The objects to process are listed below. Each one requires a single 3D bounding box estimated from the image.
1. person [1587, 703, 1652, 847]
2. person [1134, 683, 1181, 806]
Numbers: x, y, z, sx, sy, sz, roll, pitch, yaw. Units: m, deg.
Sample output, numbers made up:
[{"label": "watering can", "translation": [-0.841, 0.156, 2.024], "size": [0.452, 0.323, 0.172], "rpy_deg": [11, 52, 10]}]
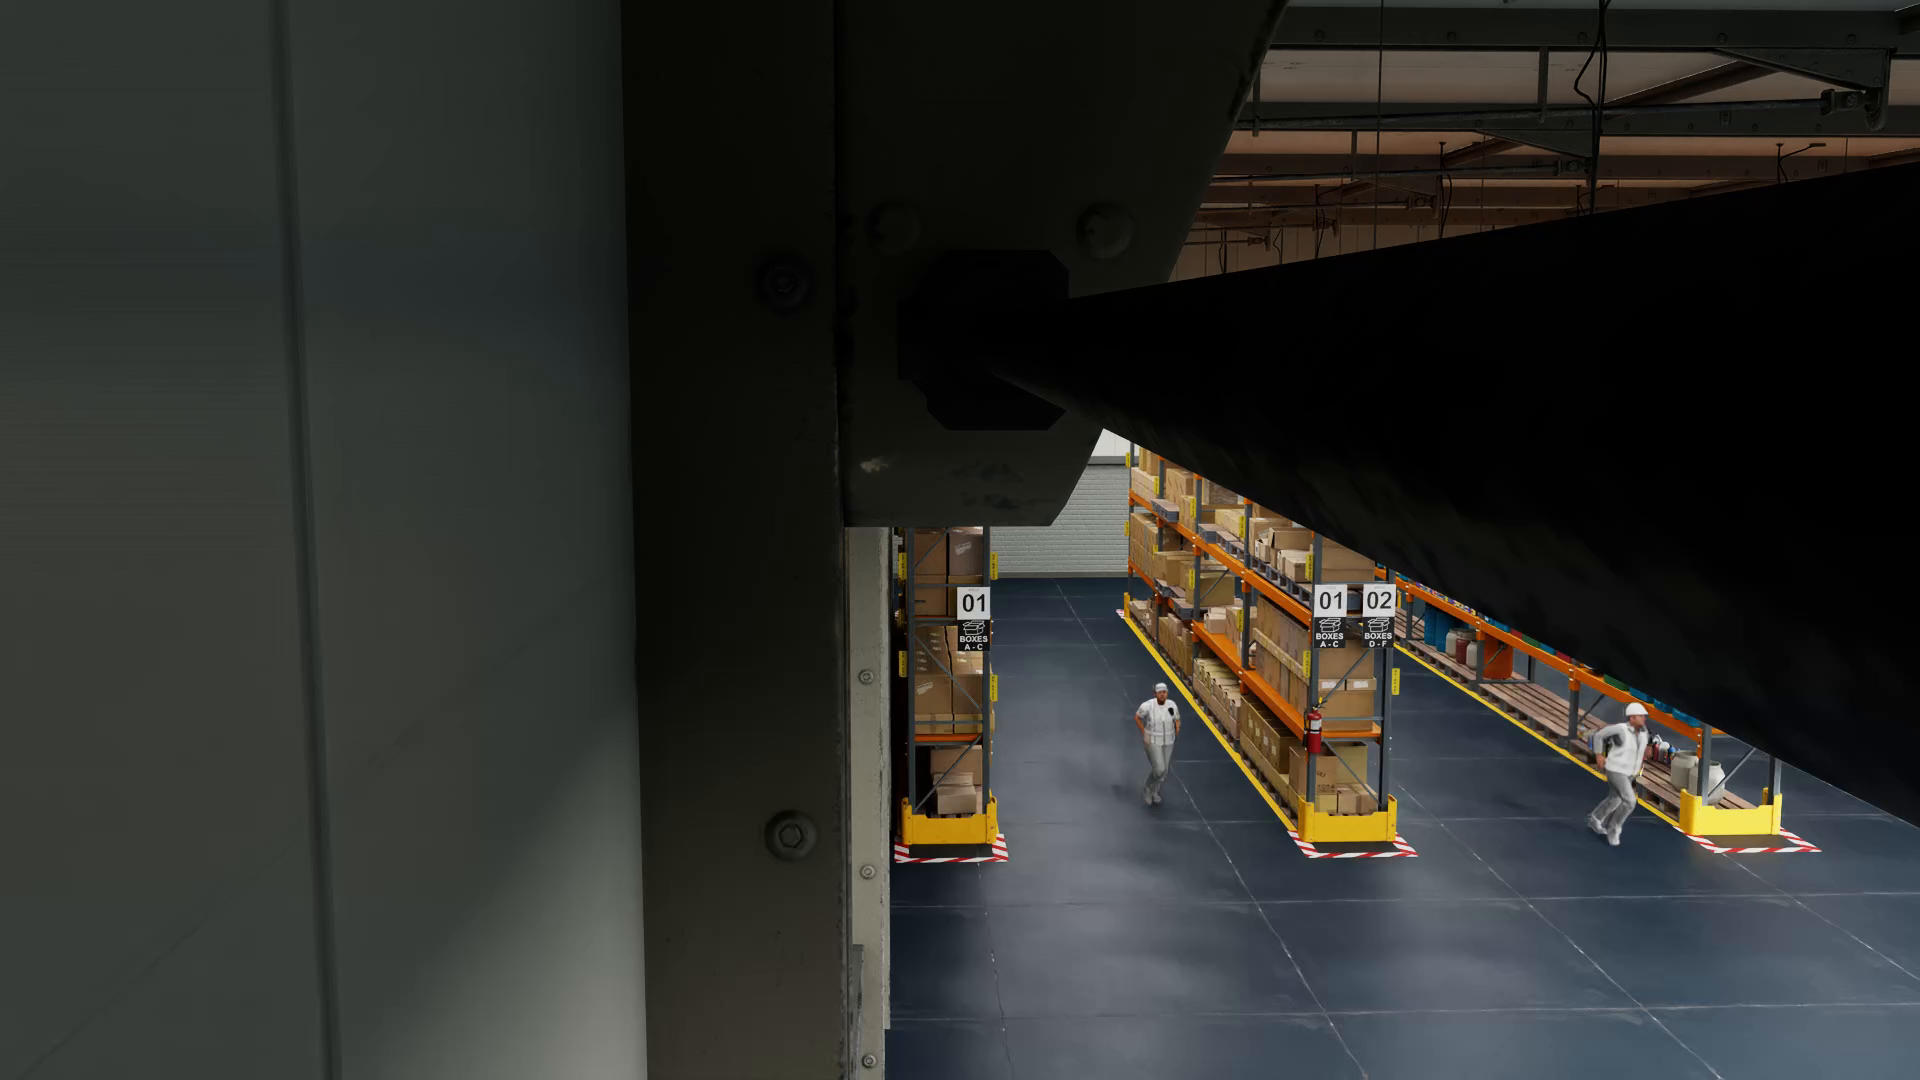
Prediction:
[{"label": "person", "translation": [8.150, 2.877, 20.509], "size": [0.636, 1.806, 0.810], "rpy_deg": [-4, 9, -31]}, {"label": "person", "translation": [2.665, 2.707, 22.036], "size": [0.580, 1.658, 0.638], "rpy_deg": [-2, 8, -17]}]
